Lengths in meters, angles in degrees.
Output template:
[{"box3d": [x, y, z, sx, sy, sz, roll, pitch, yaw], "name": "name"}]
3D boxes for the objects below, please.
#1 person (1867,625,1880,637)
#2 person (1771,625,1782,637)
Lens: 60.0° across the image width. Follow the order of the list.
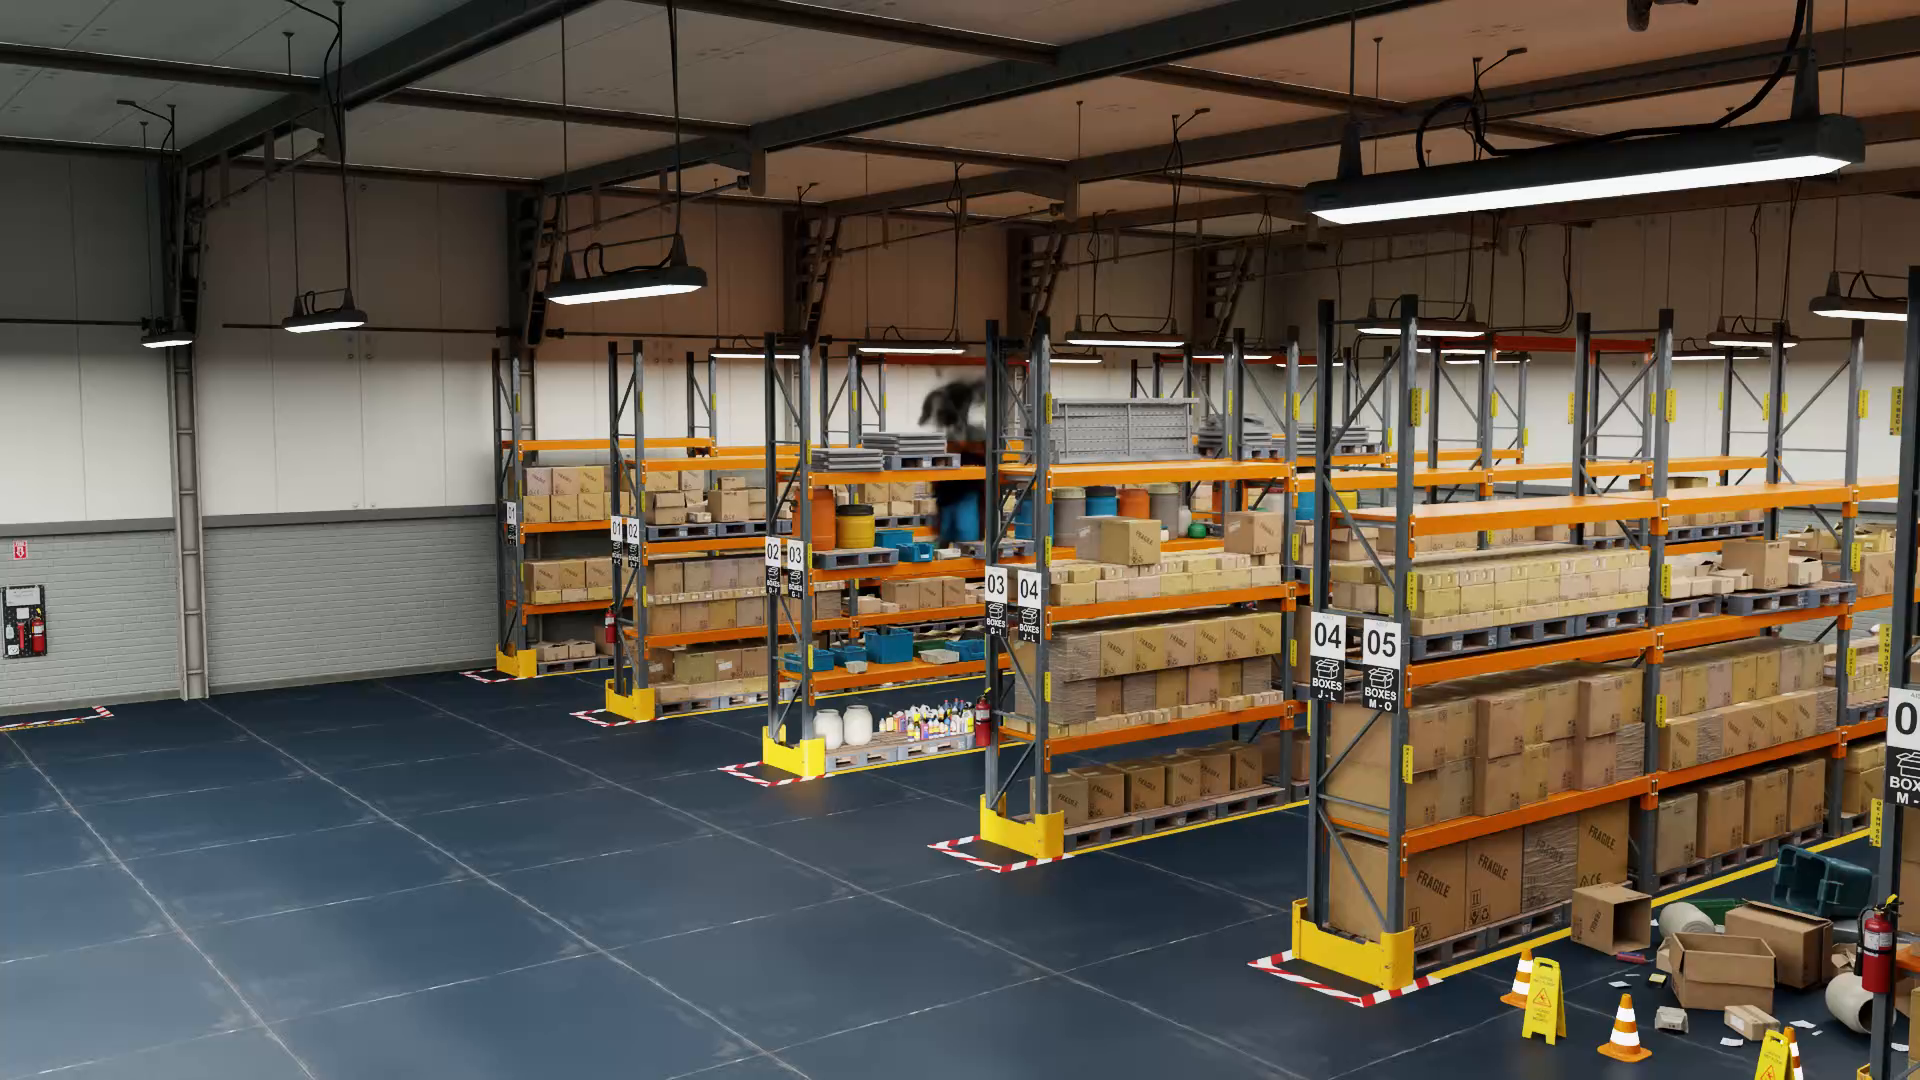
[{"box3d": [13.737, 2.133, 24.772, 0.658, 1.761, 0.678, -3, 6, -27], "name": "person"}, {"box3d": [12.421, 2.098, 25.483, 0.550, 1.660, 0.672, 4, 6, 38], "name": "person"}]
